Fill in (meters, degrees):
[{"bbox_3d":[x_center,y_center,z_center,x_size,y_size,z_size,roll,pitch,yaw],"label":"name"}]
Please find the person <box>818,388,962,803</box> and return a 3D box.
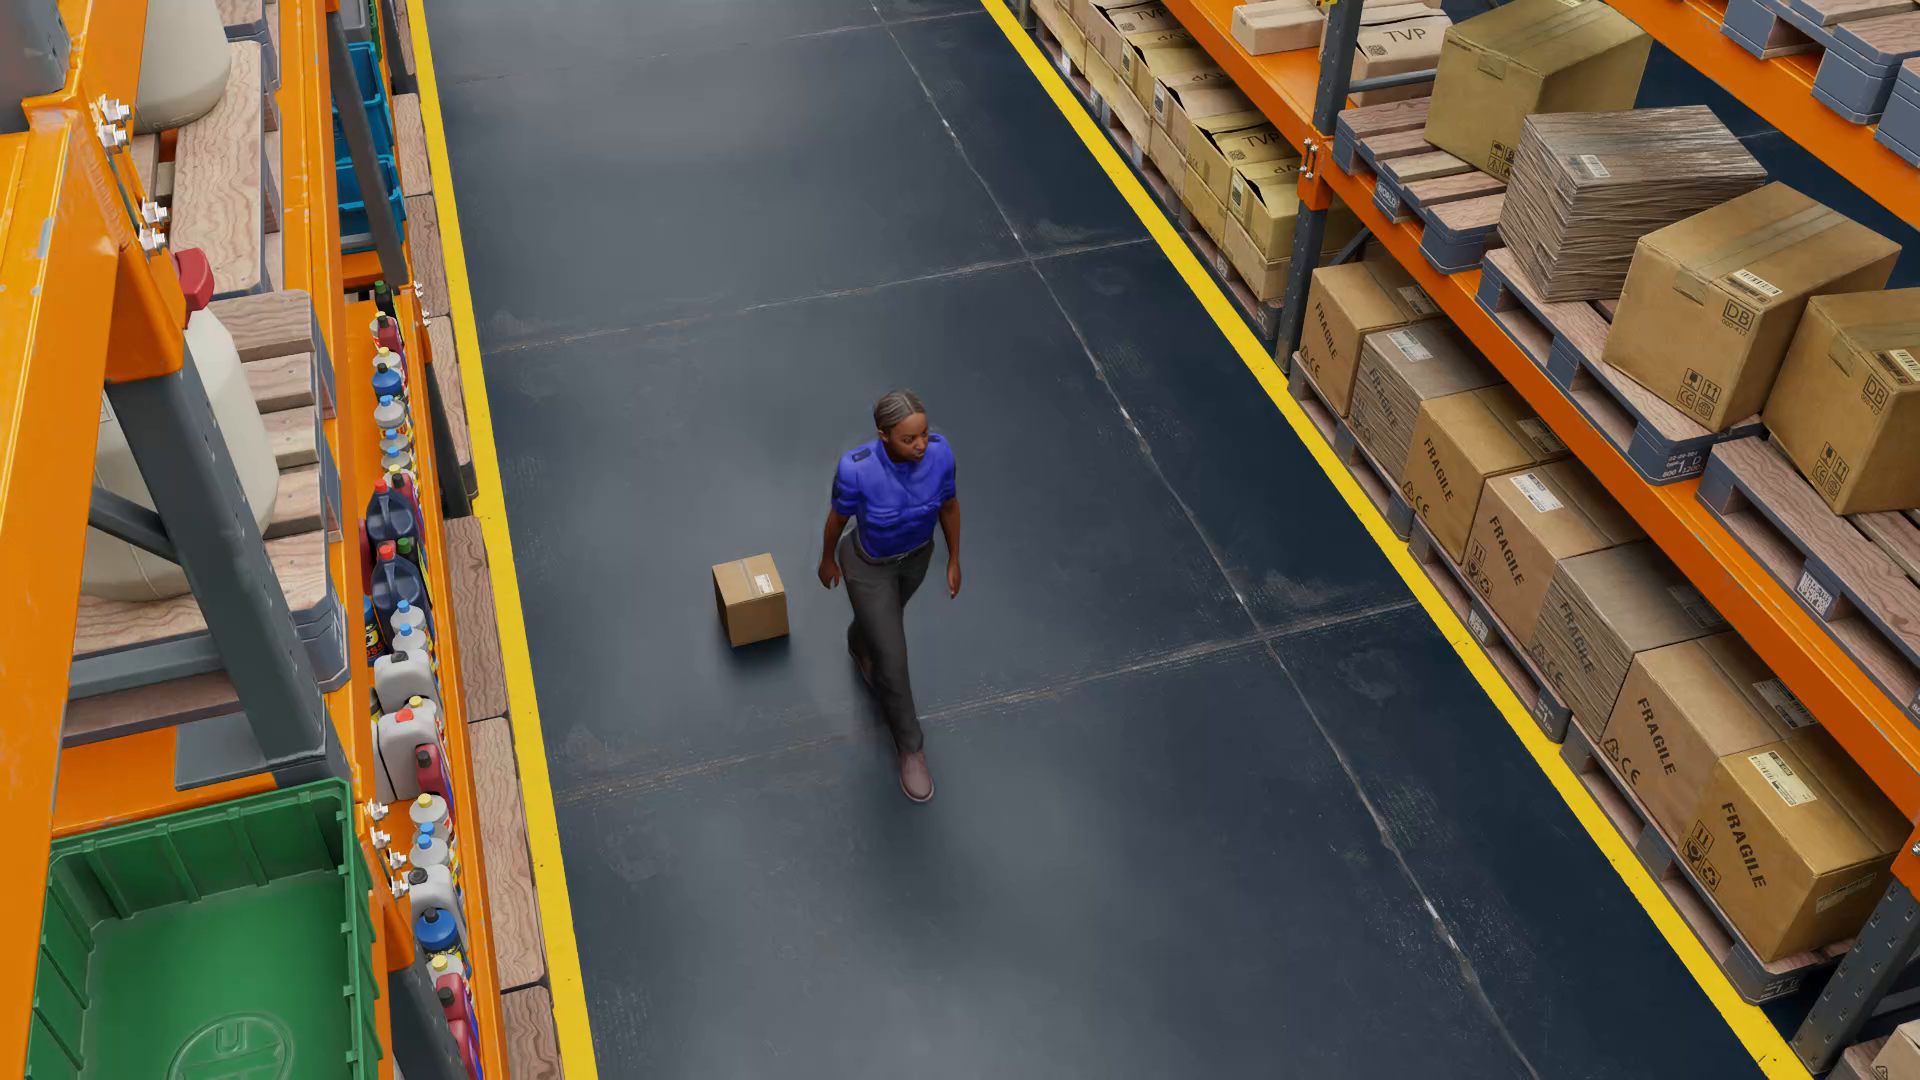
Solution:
[{"bbox_3d":[-0.221,0.094,6.062,0.476,1.631,0.846,-24,48,-24],"label":"person"}]
